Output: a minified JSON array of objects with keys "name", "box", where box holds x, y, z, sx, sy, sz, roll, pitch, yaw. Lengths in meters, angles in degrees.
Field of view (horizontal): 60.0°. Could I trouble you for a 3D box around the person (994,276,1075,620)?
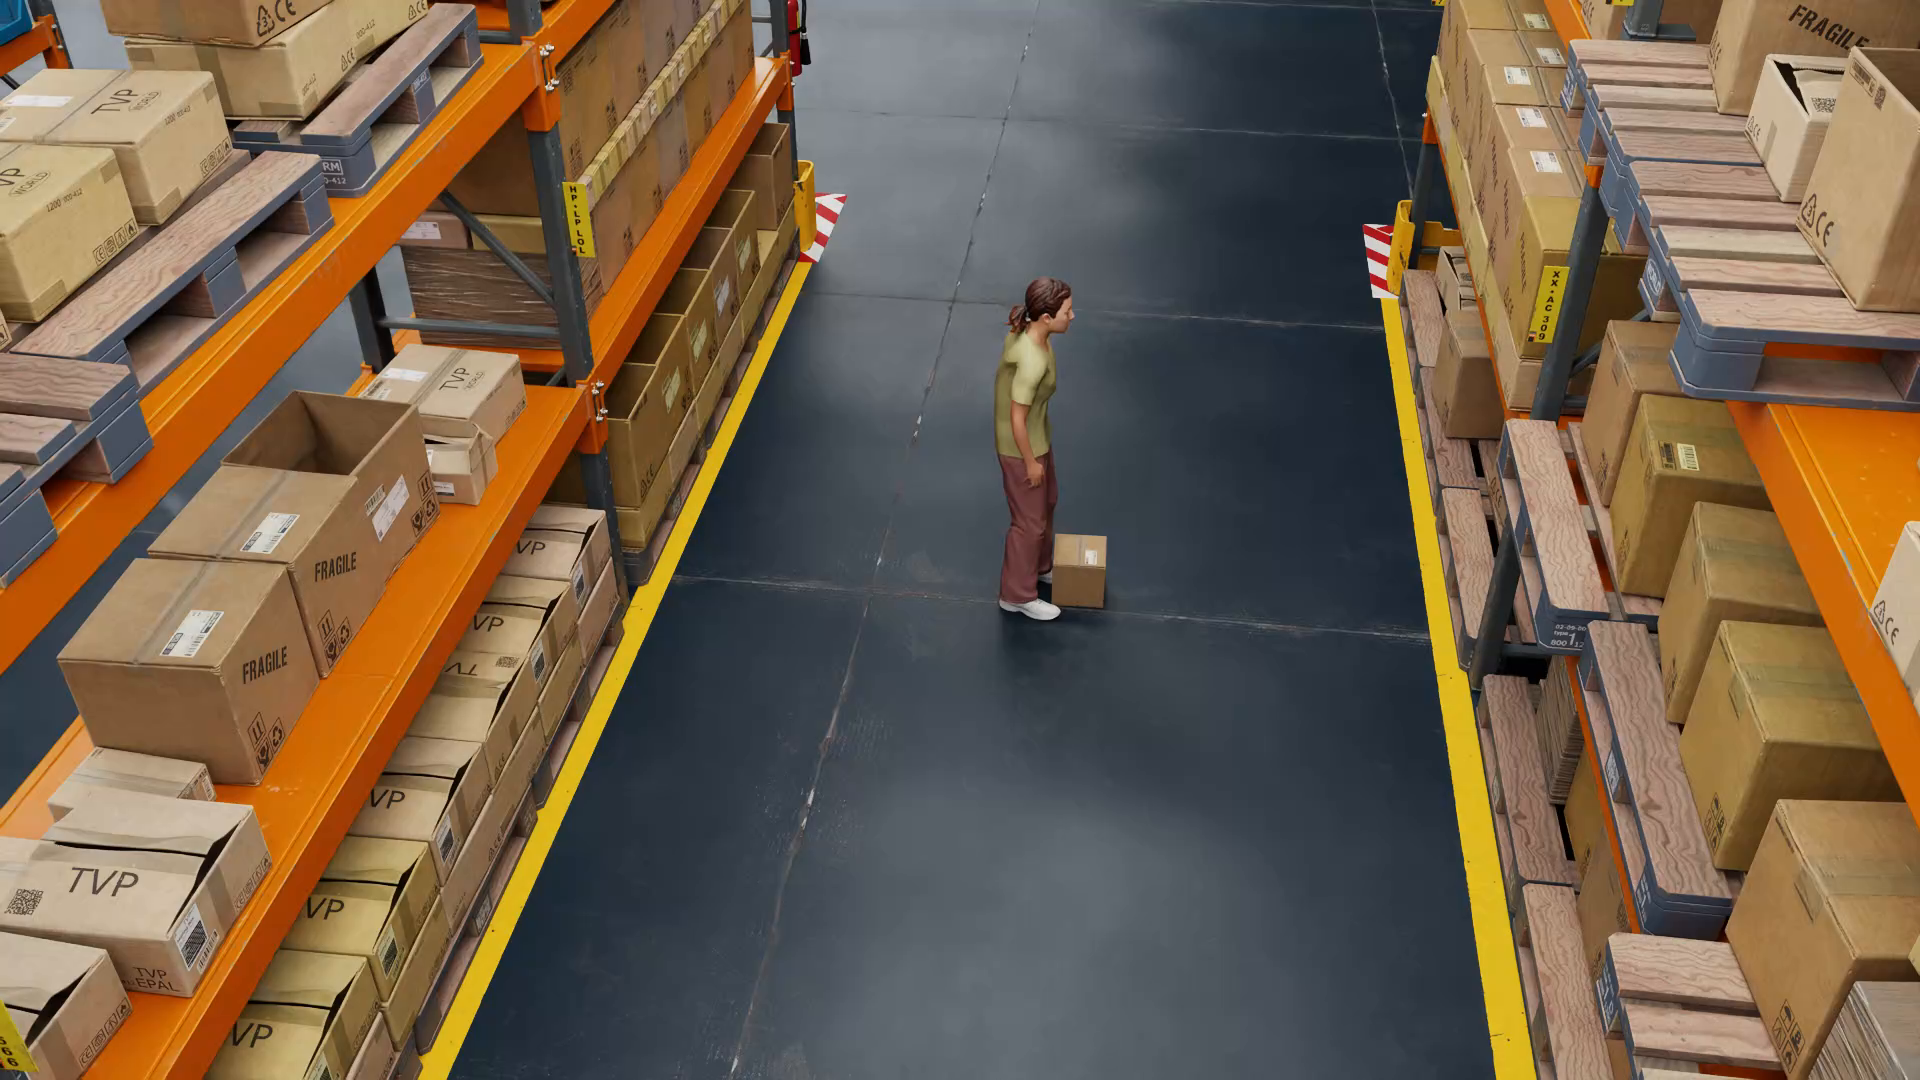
[{"name":"person","box":[0.358,-0.439,7.638,0.407,1.673,0.515,3,36,4]}]
